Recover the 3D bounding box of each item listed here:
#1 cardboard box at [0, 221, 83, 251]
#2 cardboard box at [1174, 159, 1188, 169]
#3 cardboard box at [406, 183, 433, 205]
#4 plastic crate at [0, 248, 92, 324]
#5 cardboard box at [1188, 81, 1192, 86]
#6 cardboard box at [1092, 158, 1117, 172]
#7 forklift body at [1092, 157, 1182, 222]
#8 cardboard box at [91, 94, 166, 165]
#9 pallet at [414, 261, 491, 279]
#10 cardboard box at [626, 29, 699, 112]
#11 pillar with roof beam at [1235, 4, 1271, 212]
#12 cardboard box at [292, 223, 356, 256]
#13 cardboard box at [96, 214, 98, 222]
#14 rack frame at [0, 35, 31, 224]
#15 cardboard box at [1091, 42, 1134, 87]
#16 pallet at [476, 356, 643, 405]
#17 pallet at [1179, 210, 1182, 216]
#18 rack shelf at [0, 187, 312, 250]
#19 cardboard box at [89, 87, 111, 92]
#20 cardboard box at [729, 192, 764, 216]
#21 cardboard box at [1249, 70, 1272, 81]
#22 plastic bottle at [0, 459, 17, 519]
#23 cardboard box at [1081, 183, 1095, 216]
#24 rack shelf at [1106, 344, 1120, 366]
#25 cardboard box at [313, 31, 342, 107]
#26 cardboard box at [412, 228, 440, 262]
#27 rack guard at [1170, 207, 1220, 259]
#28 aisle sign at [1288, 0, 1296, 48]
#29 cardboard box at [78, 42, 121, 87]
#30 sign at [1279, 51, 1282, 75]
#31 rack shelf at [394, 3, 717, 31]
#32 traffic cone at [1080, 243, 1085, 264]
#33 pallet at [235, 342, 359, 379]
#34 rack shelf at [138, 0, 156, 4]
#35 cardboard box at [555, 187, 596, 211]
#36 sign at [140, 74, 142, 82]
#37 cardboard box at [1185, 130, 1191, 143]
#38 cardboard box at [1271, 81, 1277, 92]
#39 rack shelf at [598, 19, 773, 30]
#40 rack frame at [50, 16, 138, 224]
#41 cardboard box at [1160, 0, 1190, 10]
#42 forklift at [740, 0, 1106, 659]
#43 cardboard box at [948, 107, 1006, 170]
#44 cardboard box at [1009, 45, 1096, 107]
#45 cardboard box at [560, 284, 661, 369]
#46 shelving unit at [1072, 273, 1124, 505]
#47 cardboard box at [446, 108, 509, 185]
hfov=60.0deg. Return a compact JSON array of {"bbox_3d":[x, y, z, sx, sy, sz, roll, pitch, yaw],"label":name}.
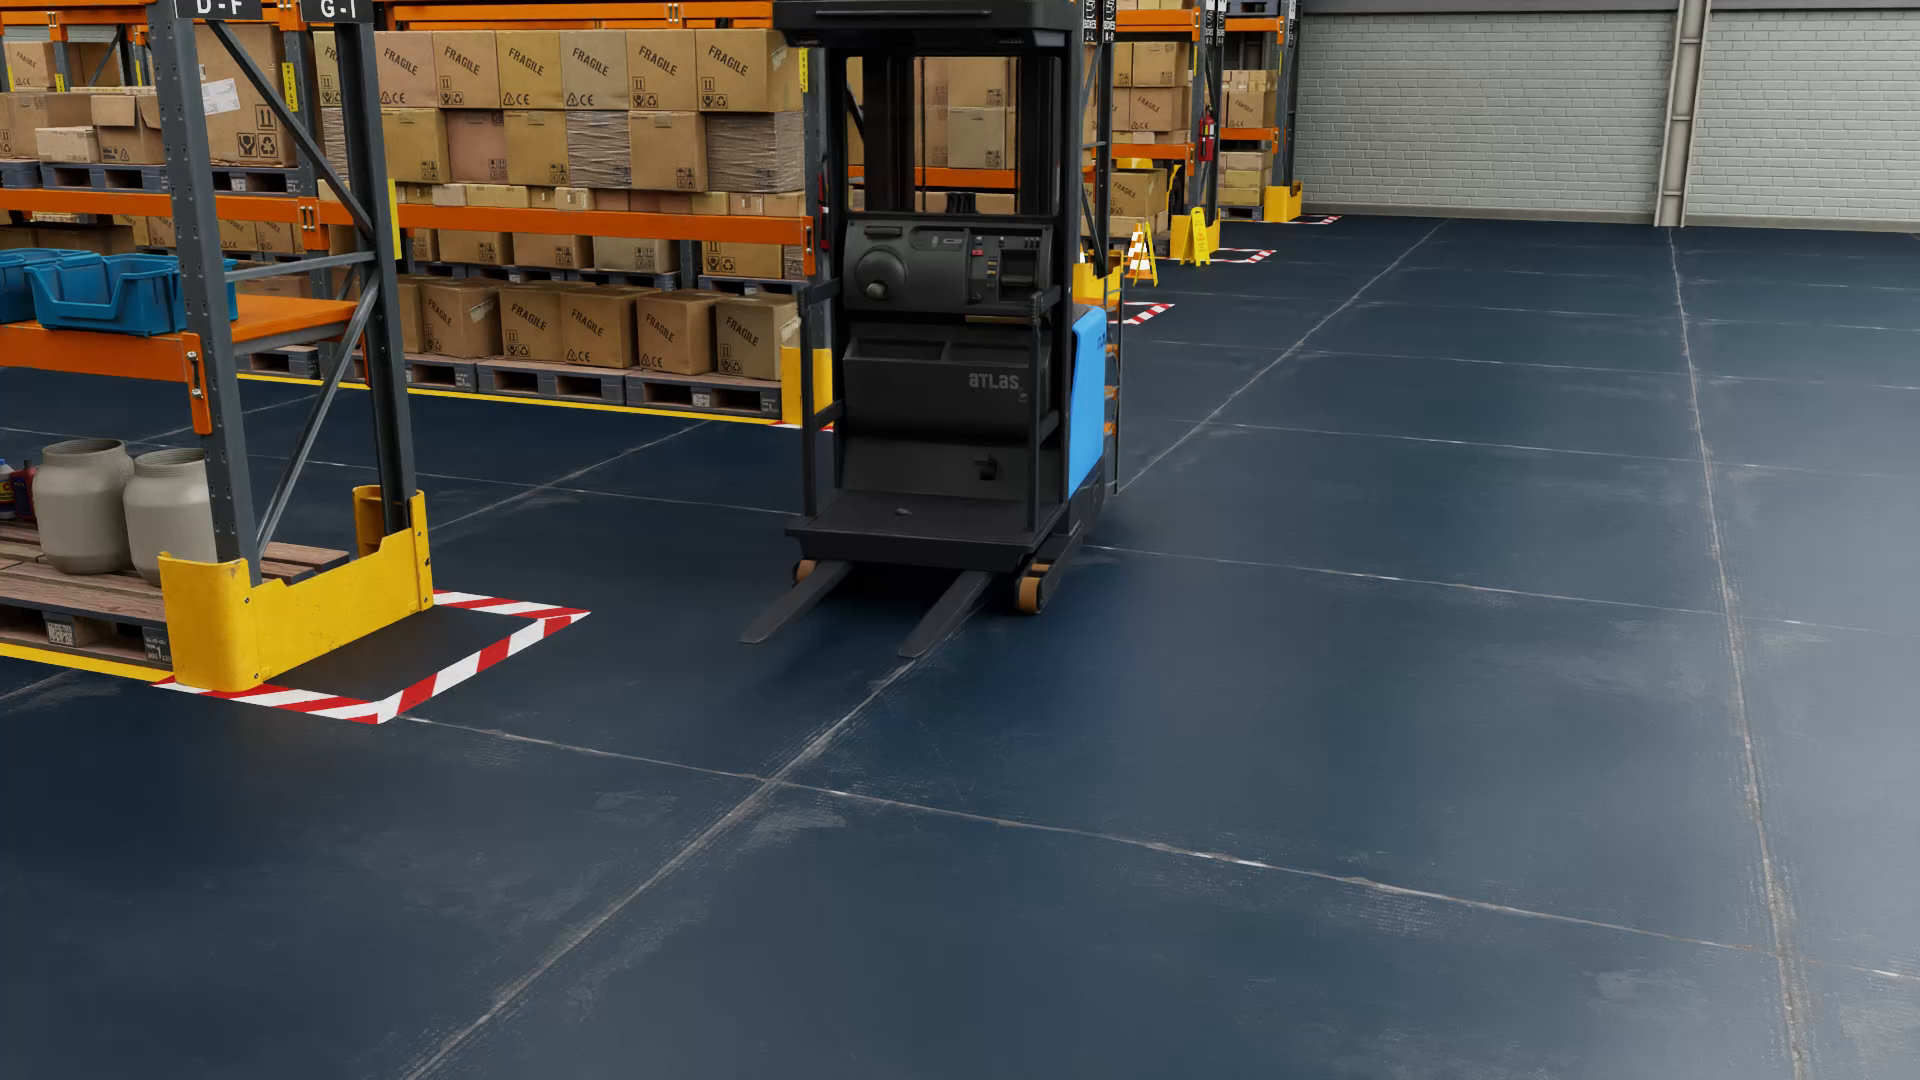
[{"bbox_3d":[-7.537,-2.451,13.586,0.500,0.250,0.500,7,18,23],"label":"cardboard box"},{"bbox_3d":[3.232,-5.608,24.495,0.500,0.250,0.500,7,17,21],"label":"cardboard box"},{"bbox_3d":[-3.654,-2.441,11.651,0.250,0.149,0.380,6,17,21],"label":"cardboard box"},{"bbox_3d":[-3.724,-1.008,6.533,0.408,0.251,0.499,6,17,21],"label":"plastic crate"},{"bbox_3d":[3.340,-6.607,24.209,0.250,0.149,0.380,6,17,19],"label":"cardboard box"},{"bbox_3d":[1.700,-4.480,19.896,0.250,0.149,0.380,7,18,22],"label":"cardboard box"},{"bbox_3d":[2.292,-5.494,23.240,1.214,2.155,2.313,6,17,21],"label":"forklift body"},{"bbox_3d":[-6.096,-3.136,12.659,0.637,0.503,0.797,8,18,26],"label":"cardboard box"},{"bbox_3d":[-5.551,-2.978,18.052,1.213,0.211,1.003,6,17,21],"label":"pallet"},{"bbox_3d":[-1.798,-3.035,10.743,0.500,0.500,0.500,6,17,21],"label":"cardboard box"},{"bbox_3d":[2.829,-8.250,20.451,0.400,9.000,9.100,6,17,21],"label":"pillar with roof beam"},{"bbox_3d":[-6.965,-3.418,18.297,0.500,0.500,0.500,6,17,20],"label":"cardboard box"},{"bbox_3d":[-10.466,-3.924,20.138,0.250,0.149,0.380,6,17,21],"label":"cardboard box"},{"bbox_3d":[-8.171,-3.141,13.613,0.127,3.000,1.000,6,17,21],"label":"rack frame"},{"bbox_3d":[1.884,-5.613,19.622,0.500,0.500,0.700,6,17,21],"label":"cardboard box"},{"bbox_3d":[-2.673,-1.209,11.959,1.213,0.211,1.003,6,17,21],"label":"pallet"},{"bbox_3d":[2.867,-5.034,25.135,1.213,0.211,1.003,6,17,21],"label":"pallet"},{"bbox_3d":[-6.310,-2.591,13.008,4.000,0.370,1.077,6,17,21],"label":"rack shelf"},{"bbox_3d":[-9.519,-5.006,18.669,0.250,0.149,0.380,7,18,22],"label":"cardboard box"},{"bbox_3d":[-1.302,-2.203,10.834,0.250,0.149,0.380,6,17,21],"label":"cardboard box"},{"bbox_3d":[4.315,-6.665,23.875,0.250,0.149,0.380,6,17,21],"label":"cardboard box"},{"bbox_3d":[-4.437,-0.240,7.726,0.097,0.271,0.097,0,16,0],"label":"plastic bottle"},{"bbox_3d":[1.580,-4.201,20.098,0.500,0.500,0.500,7,18,23],"label":"cardboard box"},{"bbox_3d":[0.578,-0.970,8.801,0.480,0.148,0.258,8,18,26],"label":"rack shelf"},{"bbox_3d":[-4.125,-3.291,11.623,0.500,0.500,0.500,6,17,21],"label":"cardboard box"},{"bbox_3d":[-5.723,-3.453,17.968,0.750,0.750,1.050,6,17,20],"label":"cardboard box"},{"bbox_3d":[2.837,-3.700,20.022,0.348,0.500,1.175,6,17,21],"label":"rack guard"},{"bbox_3d":[4.678,-7.346,23.435,0.004,0.787,0.394,6,17,21],"label":"aisle sign"},{"bbox_3d":[-10.308,-5.607,19.600,0.500,0.500,0.500,7,17,22],"label":"cardboard box"},{"bbox_3d":[4.513,-6.711,23.409,0.005,0.325,0.100,6,17,21],"label":"sign"},{"bbox_3d":[-4.396,-5.307,16.986,4.000,0.370,1.077,6,17,21],"label":"rack shelf"},{"bbox_3d":[1.212,-2.803,16.999,0.334,0.463,0.336,6,17,21],"label":"traffic cone"},{"bbox_3d":[-5.175,-1.472,12.865,1.213,0.211,1.003,6,17,21],"label":"pallet"},{"bbox_3d":[-4.407,-2.338,6.756,4.000,0.370,1.077,6,17,21],"label":"rack shelf"},{"bbox_3d":[-2.504,-2.304,11.180,0.250,0.149,0.380,6,17,21],"label":"cardboard box"},{"bbox_3d":[-12.186,-6.840,24.660,0.005,0.325,0.100,6,17,21],"label":"sign"},{"bbox_3d":[2.667,-4.861,19.987,0.250,0.149,0.380,6,17,21],"label":"cardboard box"},{"bbox_3d":[4.505,-6.642,24.330,0.250,0.149,0.380,6,17,19],"label":"cardboard box"},{"bbox_3d":[-2.674,-6.602,21.443,4.000,0.370,1.077,6,17,21],"label":"rack shelf"},{"bbox_3d":[-9.978,-4.826,19.418,0.127,3.000,1.000,6,17,21],"label":"rack frame"},{"bbox_3d":[2.473,-6.177,19.140,0.250,0.149,0.380,6,17,21],"label":"cardboard box"},{"bbox_3d":[-0.108,-1.207,7.073,1.130,2.935,3.031,4,17,14],"label":"forklift"},{"bbox_3d":[0.304,-3.747,15.433,0.550,0.550,0.875,6,17,21],"label":"cardboard box"},{"bbox_3d":[0.854,-4.237,15.183,0.550,0.550,0.875,6,17,21],"label":"cardboard box"},{"bbox_3d":[-2.448,-1.513,11.736,0.500,0.500,0.500,8,18,26],"label":"cardboard box"},{"bbox_3d":[0.578,-0.820,8.844,0.503,1.200,0.258,8,18,26],"label":"shelving unit"},{"bbox_3d":[-3.100,-2.775,11.640,0.500,0.500,0.875,6,17,21],"label":"cardboard box"}]
